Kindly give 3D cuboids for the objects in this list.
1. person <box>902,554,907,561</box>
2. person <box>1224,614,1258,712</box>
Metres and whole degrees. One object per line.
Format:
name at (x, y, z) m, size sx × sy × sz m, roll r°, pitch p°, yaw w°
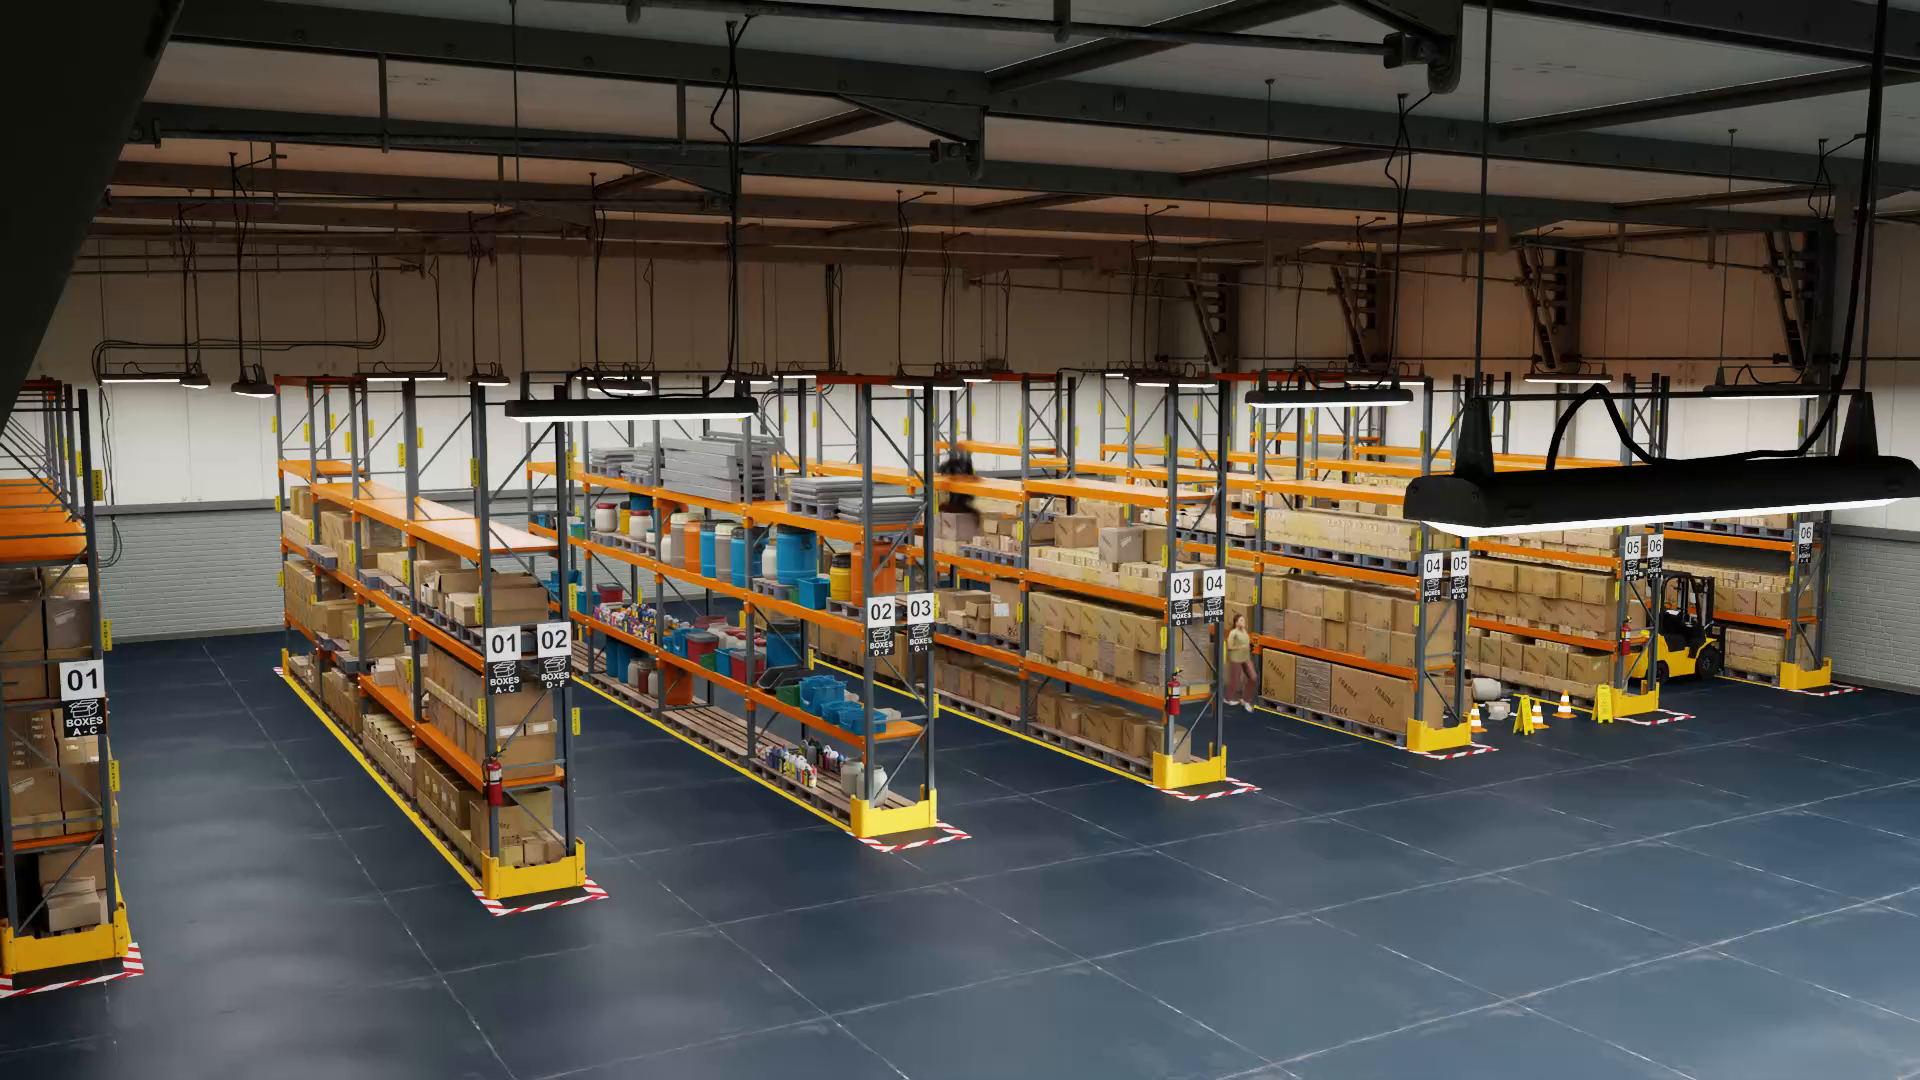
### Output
person at (-1.320, 1.044, 41.029) m, size 0.598 × 1.656 × 0.784 m, roll 4°, pitch 7°, yaw 33°
person at (4.854, 2.129, 28.900) m, size 0.556 × 1.708 × 0.708 m, roll -4°, pitch 7°, yaw -33°
